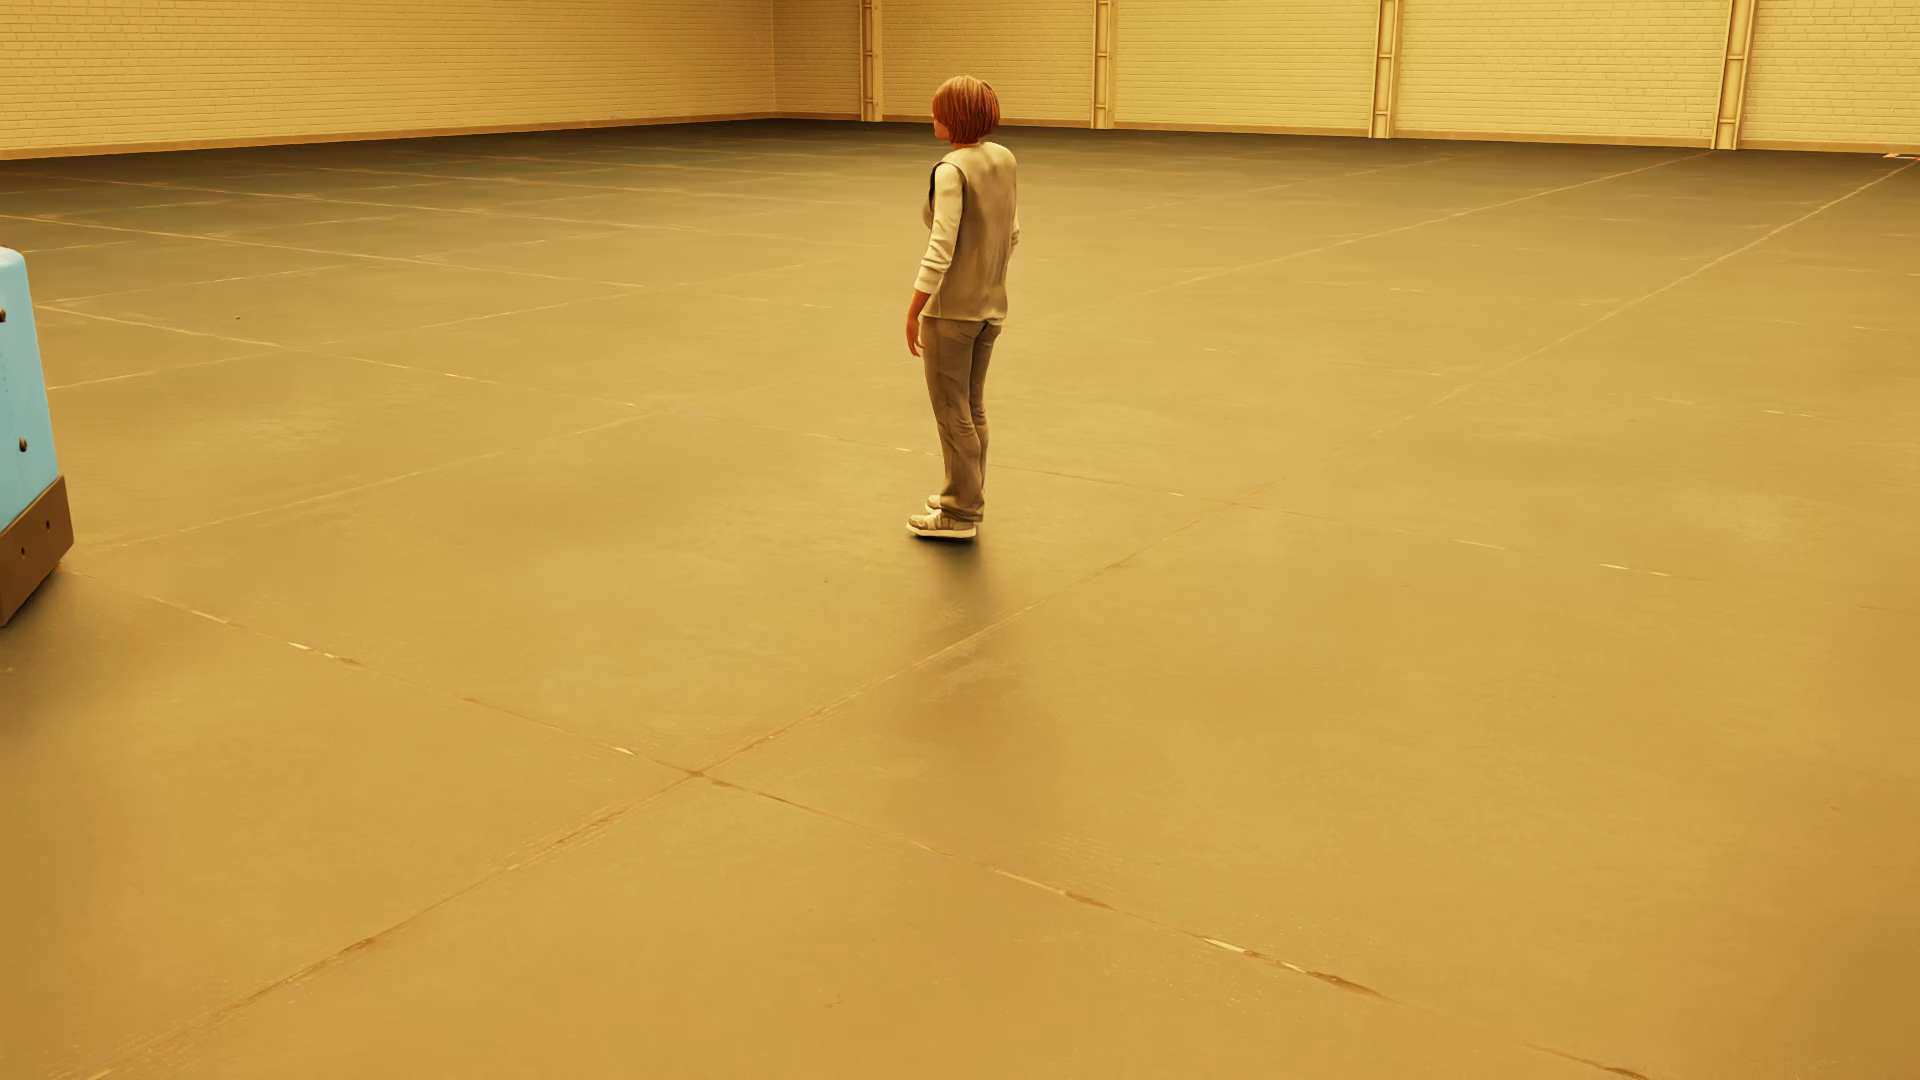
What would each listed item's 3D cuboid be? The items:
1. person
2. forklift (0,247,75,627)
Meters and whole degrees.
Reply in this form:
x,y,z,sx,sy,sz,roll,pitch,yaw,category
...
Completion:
x,y,z,sx,sy,sz,roll,pitch,yaw,category
-0.053,-0.787,5.769,0.475,1.596,0.521,11,20,33,person
-4.370,-1.095,4.494,3.031,2.935,1.130,-4,17,-14,forklift
